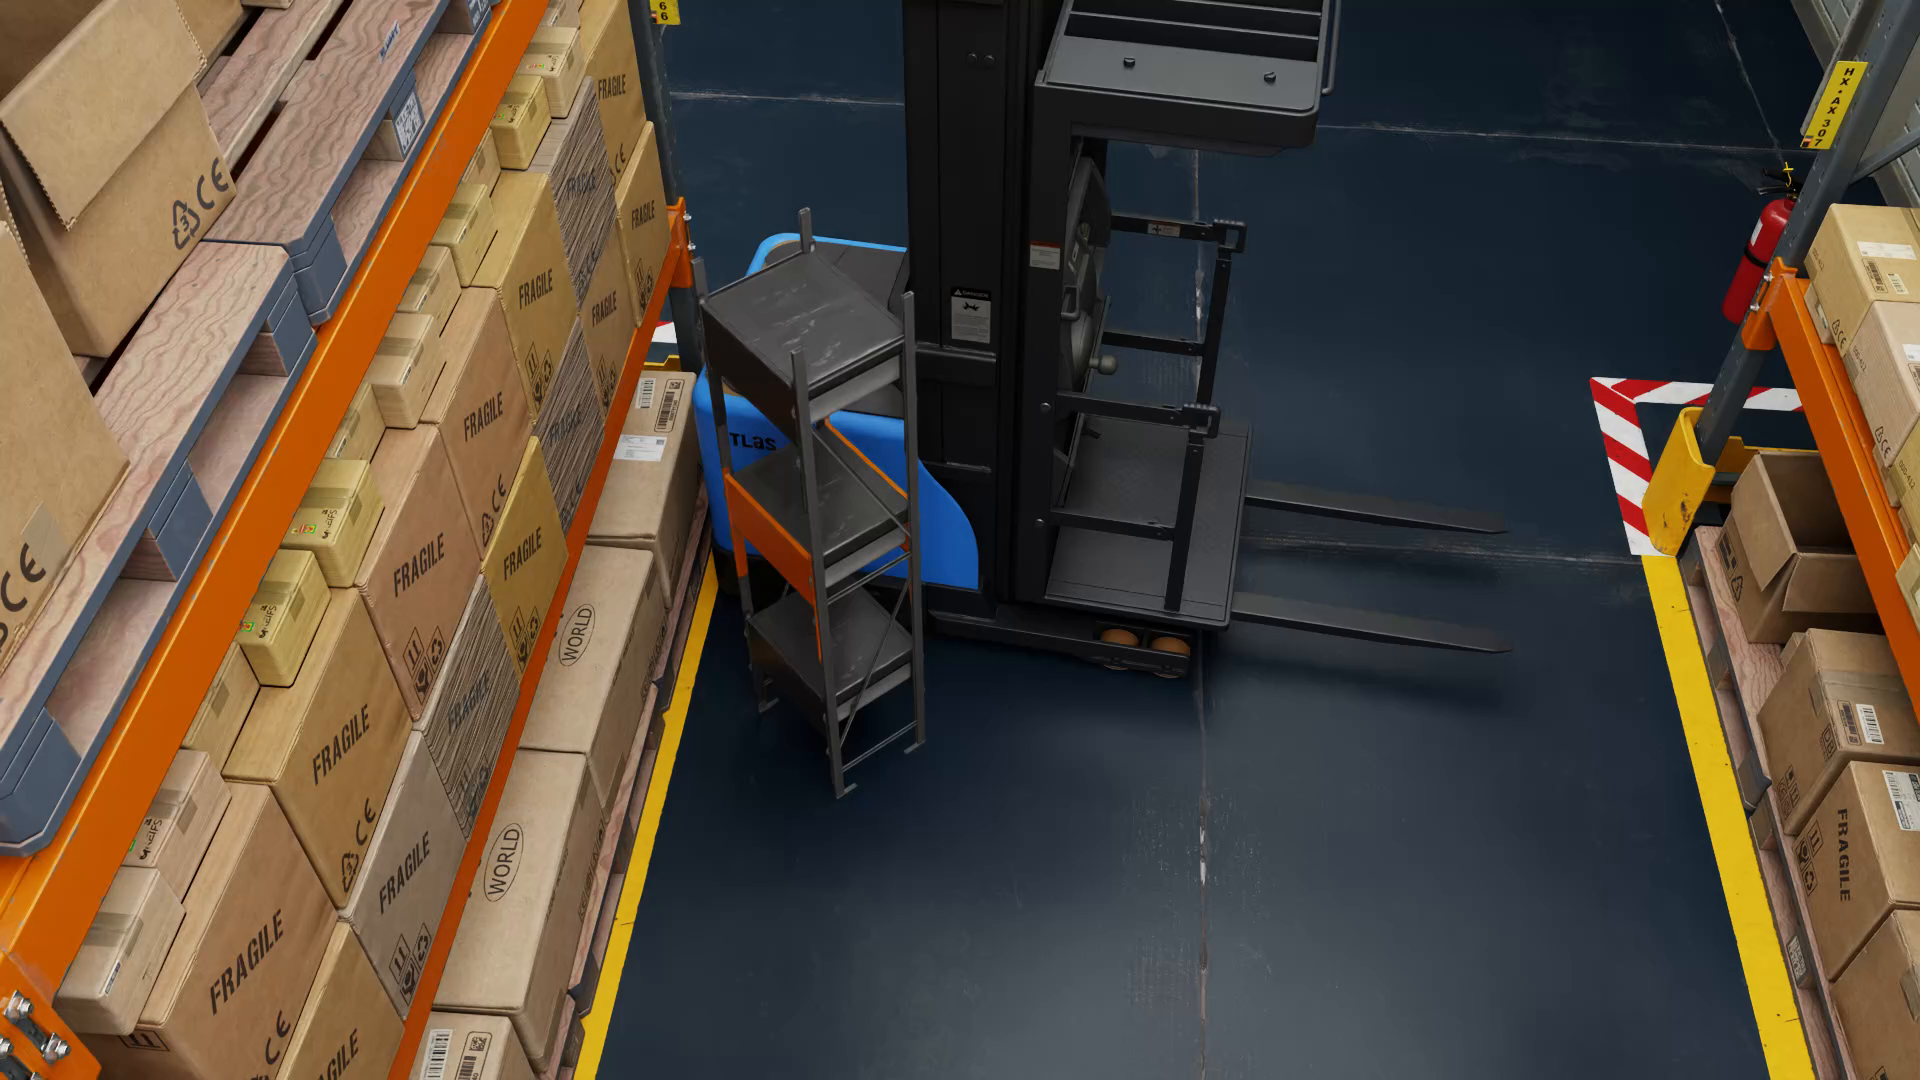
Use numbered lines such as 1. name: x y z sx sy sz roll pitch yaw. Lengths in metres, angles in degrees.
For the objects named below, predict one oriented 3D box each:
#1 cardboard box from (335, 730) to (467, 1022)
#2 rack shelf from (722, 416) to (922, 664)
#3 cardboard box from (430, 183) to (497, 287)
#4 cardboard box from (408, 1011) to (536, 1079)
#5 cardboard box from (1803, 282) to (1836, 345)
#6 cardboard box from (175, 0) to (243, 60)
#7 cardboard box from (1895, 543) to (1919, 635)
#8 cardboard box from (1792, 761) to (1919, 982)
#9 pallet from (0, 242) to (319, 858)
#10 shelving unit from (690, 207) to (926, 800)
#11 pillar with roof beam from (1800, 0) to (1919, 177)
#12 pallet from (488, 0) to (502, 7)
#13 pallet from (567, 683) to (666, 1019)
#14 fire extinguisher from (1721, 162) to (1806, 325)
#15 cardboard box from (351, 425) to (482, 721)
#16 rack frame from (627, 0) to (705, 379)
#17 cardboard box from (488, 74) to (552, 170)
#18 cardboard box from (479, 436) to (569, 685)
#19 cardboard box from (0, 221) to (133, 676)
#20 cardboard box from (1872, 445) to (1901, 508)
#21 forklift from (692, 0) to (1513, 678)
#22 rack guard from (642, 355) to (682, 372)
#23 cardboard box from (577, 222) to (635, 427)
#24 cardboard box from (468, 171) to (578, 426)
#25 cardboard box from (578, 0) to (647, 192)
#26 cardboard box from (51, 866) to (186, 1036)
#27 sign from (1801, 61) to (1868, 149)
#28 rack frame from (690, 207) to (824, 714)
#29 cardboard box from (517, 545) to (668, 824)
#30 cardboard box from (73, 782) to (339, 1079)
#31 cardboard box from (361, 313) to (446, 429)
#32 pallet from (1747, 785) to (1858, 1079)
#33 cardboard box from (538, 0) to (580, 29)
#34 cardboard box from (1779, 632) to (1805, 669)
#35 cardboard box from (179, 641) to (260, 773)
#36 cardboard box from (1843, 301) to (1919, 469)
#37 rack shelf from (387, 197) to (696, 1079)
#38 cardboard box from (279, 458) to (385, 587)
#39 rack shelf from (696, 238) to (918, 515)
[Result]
1. cardboard box: -1.543 0.782 3.961 0.500 0.500 0.500 4 48 4
2. rack shelf: -0.440 -0.009 5.379 0.431 0.518 0.480 -31 55 -25
3. cardboard box: -1.427 -0.799 4.289 0.380 0.149 0.250 5 48 4
4. cardboard box: -1.732 1.781 4.566 0.875 0.438 0.875 3 48 3
5. cardboard box: 3.108 -0.788 5.634 0.380 0.149 0.250 4 48 3
6. cardboard box: -1.865 -1.178 3.367 0.500 0.500 0.500 5 48 4
7. cardboard box: 2.941 0.155 4.772 0.380 0.149 0.250 3 48 2
8. cardboard box: 2.997 1.056 5.187 0.500 0.500 0.500 5 48 4
9. pallet: -1.811 -0.071 2.835 1.003 0.211 1.213 4 48 4
10. shelving unit: -0.440 -0.018 5.369 0.431 2.100 0.503 -31 55 -25
11. pillar with roof beam: 0.268 -5.331 5.554 9.100 9.000 0.400 4 48 4
12. pallet: -1.589 -1.864 4.475 1.003 0.211 1.213 4 48 4
13. pallet: -1.641 1.001 5.718 1.003 0.211 1.213 4 48 4
14. fire extinguisher: 2.965 -1.083 6.039 0.296 0.674 0.183 4 48 4
15. cardboard box: -1.502 0.061 3.942 0.500 0.500 0.500 5 48 4
16. rack frame: -1.532 -1.427 6.049 1.000 3.000 0.127 4 48 4
17. cardboard box: -1.368 -1.174 4.632 0.380 0.149 0.250 5 48 4
18. cardboard box: -1.444 0.038 4.641 0.500 0.500 0.500 5 48 5
19. cardboard box: -1.634 -0.128 2.407 0.500 0.500 0.500 5 48 4
20. cardboard box: 3.058 -0.221 5.116 0.380 0.149 0.250 5 48 5
21. forklift: 0.612 -0.897 5.610 3.031 2.935 1.130 9 48 8
22. rack guard: -1.530 -0.601 6.987 1.175 0.500 0.348 4 48 4
23. cardboard box: -1.373 -0.721 5.335 0.500 0.500 0.500 3 48 3
24. cardboard box: -1.405 -0.679 4.619 0.500 0.500 0.500 4 48 3
25. cardboard box: -1.339 -1.428 5.304 0.500 0.500 0.500 5 48 5
26. cardboard box: -1.609 0.707 2.911 0.380 0.149 0.250 3 48 3
27. sign: 2.871 -1.425 5.460 0.100 0.325 0.005 4 48 4
28. rack frame: -0.593 -0.158 5.498 0.400 2.100 0.015 -31 55 -25
29. cardboard box: -1.568 0.460 5.774 0.875 0.438 0.875 5 48 5
30. cardboard box: -1.612 0.807 3.260 0.500 0.500 0.500 4 48 4
31. cardboard box: -1.452 -0.411 3.934 0.380 0.149 0.250 4 48 4
32. pallet: 3.219 1.381 5.370 1.003 0.211 1.213 4 48 4
33. cardboard box: -1.364 -1.552 4.978 0.380 0.149 0.250 5 48 4
34. cardboard box: 3.184 0.477 5.954 0.380 0.149 0.250 2 48 2
35. cardboard box: -1.621 0.327 3.259 0.380 0.149 0.250 3 48 3
36. cardboard box: 3.056 -0.460 5.064 0.500 0.250 0.500 4 48 4
37. rack shelf: -1.714 0.285 4.970 1.077 0.370 4.000 4 48 4
38. cardboard box: -1.484 -0.044 3.599 0.380 0.149 0.250 3 48 2
39. rack shelf: -0.440 -0.481 4.863 0.431 0.518 0.480 -31 55 -25
